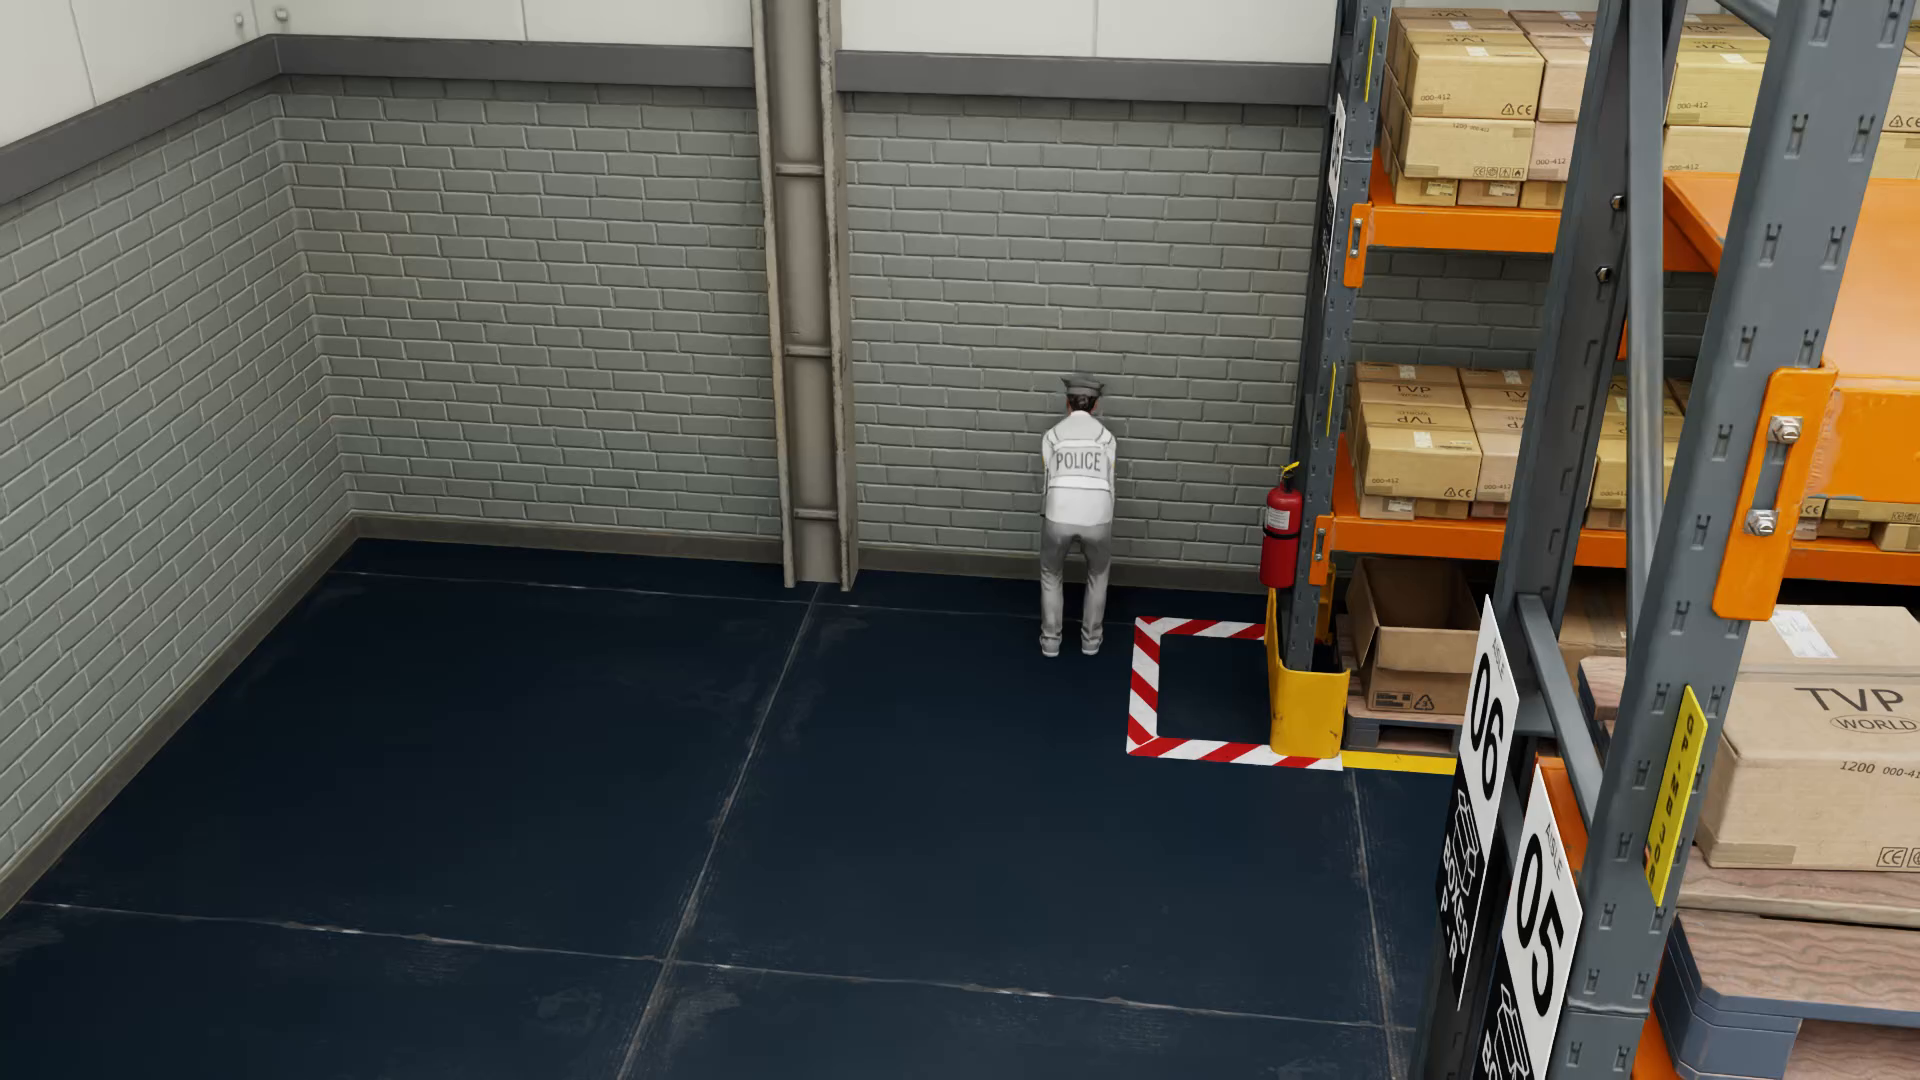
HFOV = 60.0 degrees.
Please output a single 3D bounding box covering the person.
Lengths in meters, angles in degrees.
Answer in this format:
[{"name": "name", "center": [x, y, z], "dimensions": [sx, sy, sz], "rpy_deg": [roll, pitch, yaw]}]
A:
[{"name": "person", "center": [0.634, -0.123, 9.042], "dimensions": [0.402, 1.488, 0.752], "rpy_deg": [3, 29, 5]}]
